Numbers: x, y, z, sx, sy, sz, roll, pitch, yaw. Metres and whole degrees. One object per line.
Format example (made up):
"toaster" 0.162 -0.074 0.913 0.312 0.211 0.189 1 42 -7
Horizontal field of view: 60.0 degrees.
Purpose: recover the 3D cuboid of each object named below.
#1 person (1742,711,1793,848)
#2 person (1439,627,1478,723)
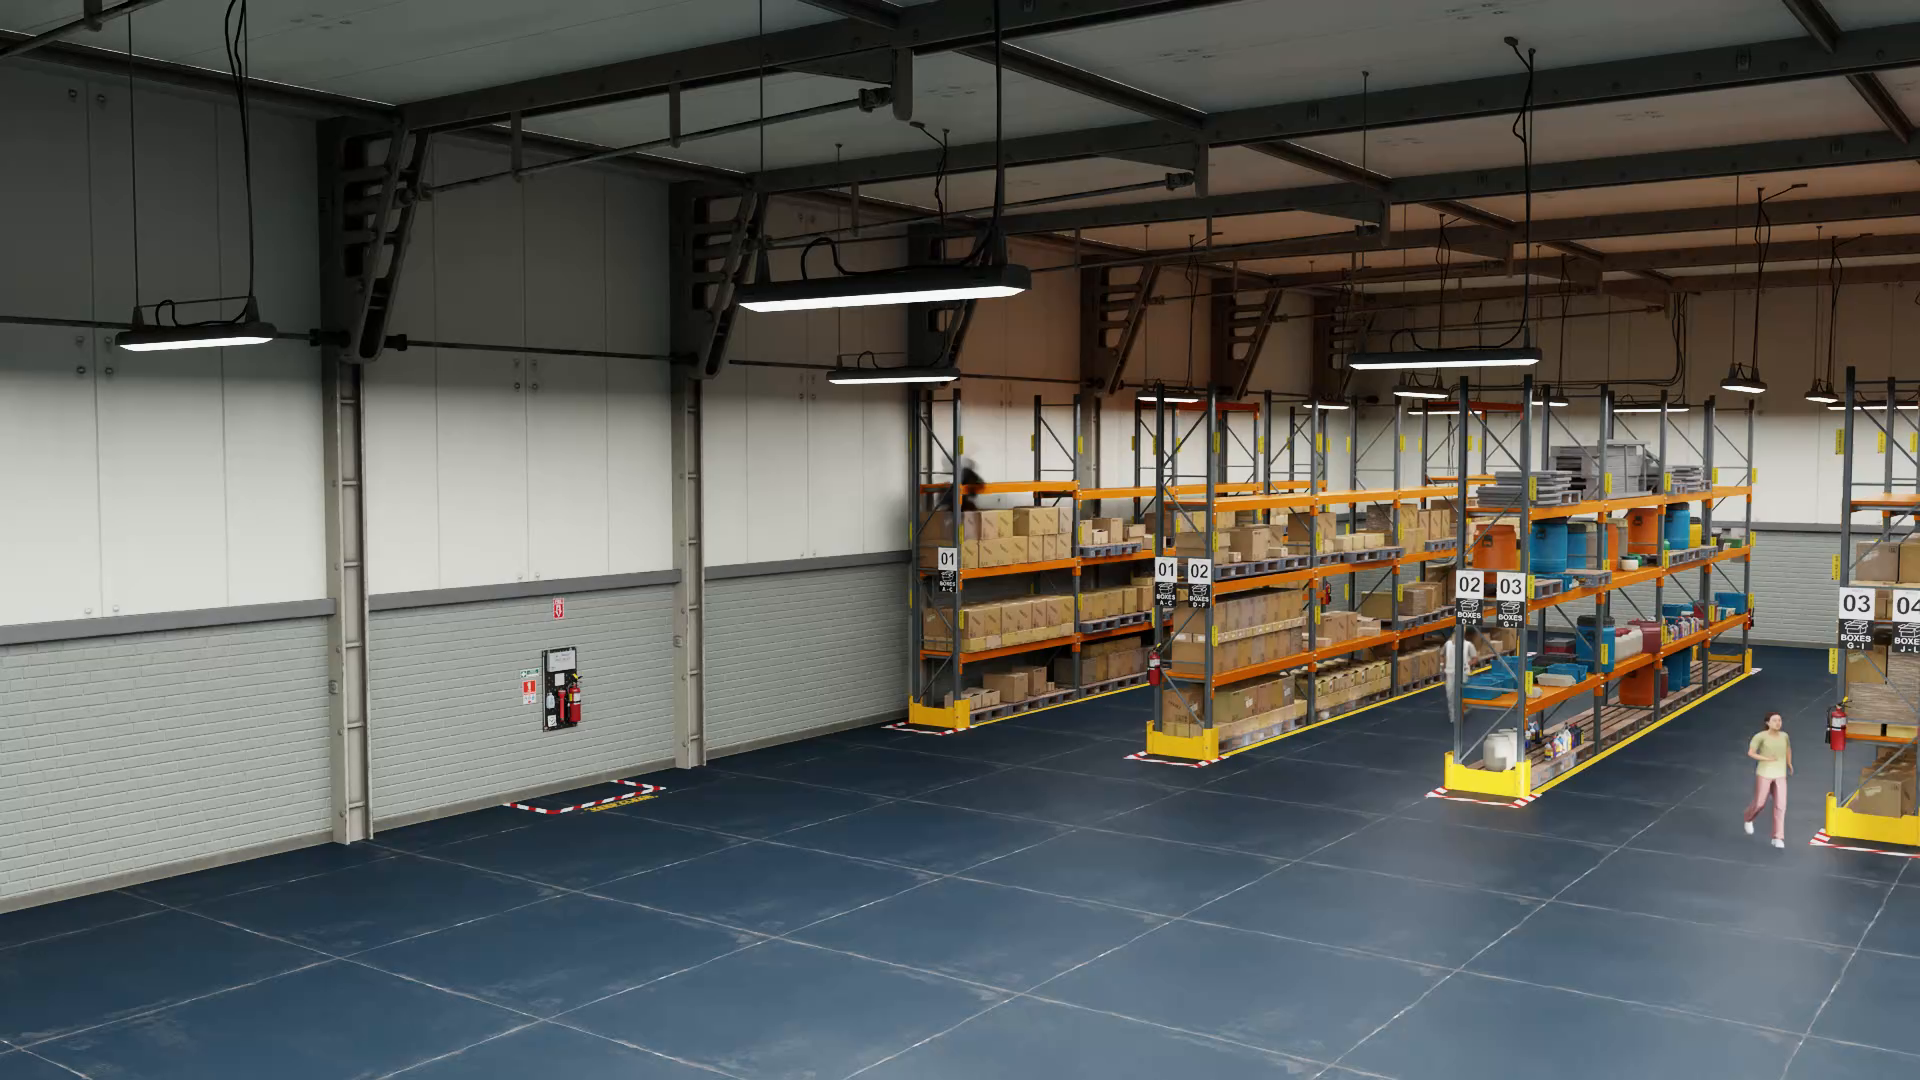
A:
"person" 10.168 2.960 20.831 0.603 1.646 0.955 0 3 3
"person" 9.000 2.418 30.097 0.689 1.740 0.747 2 4 27
